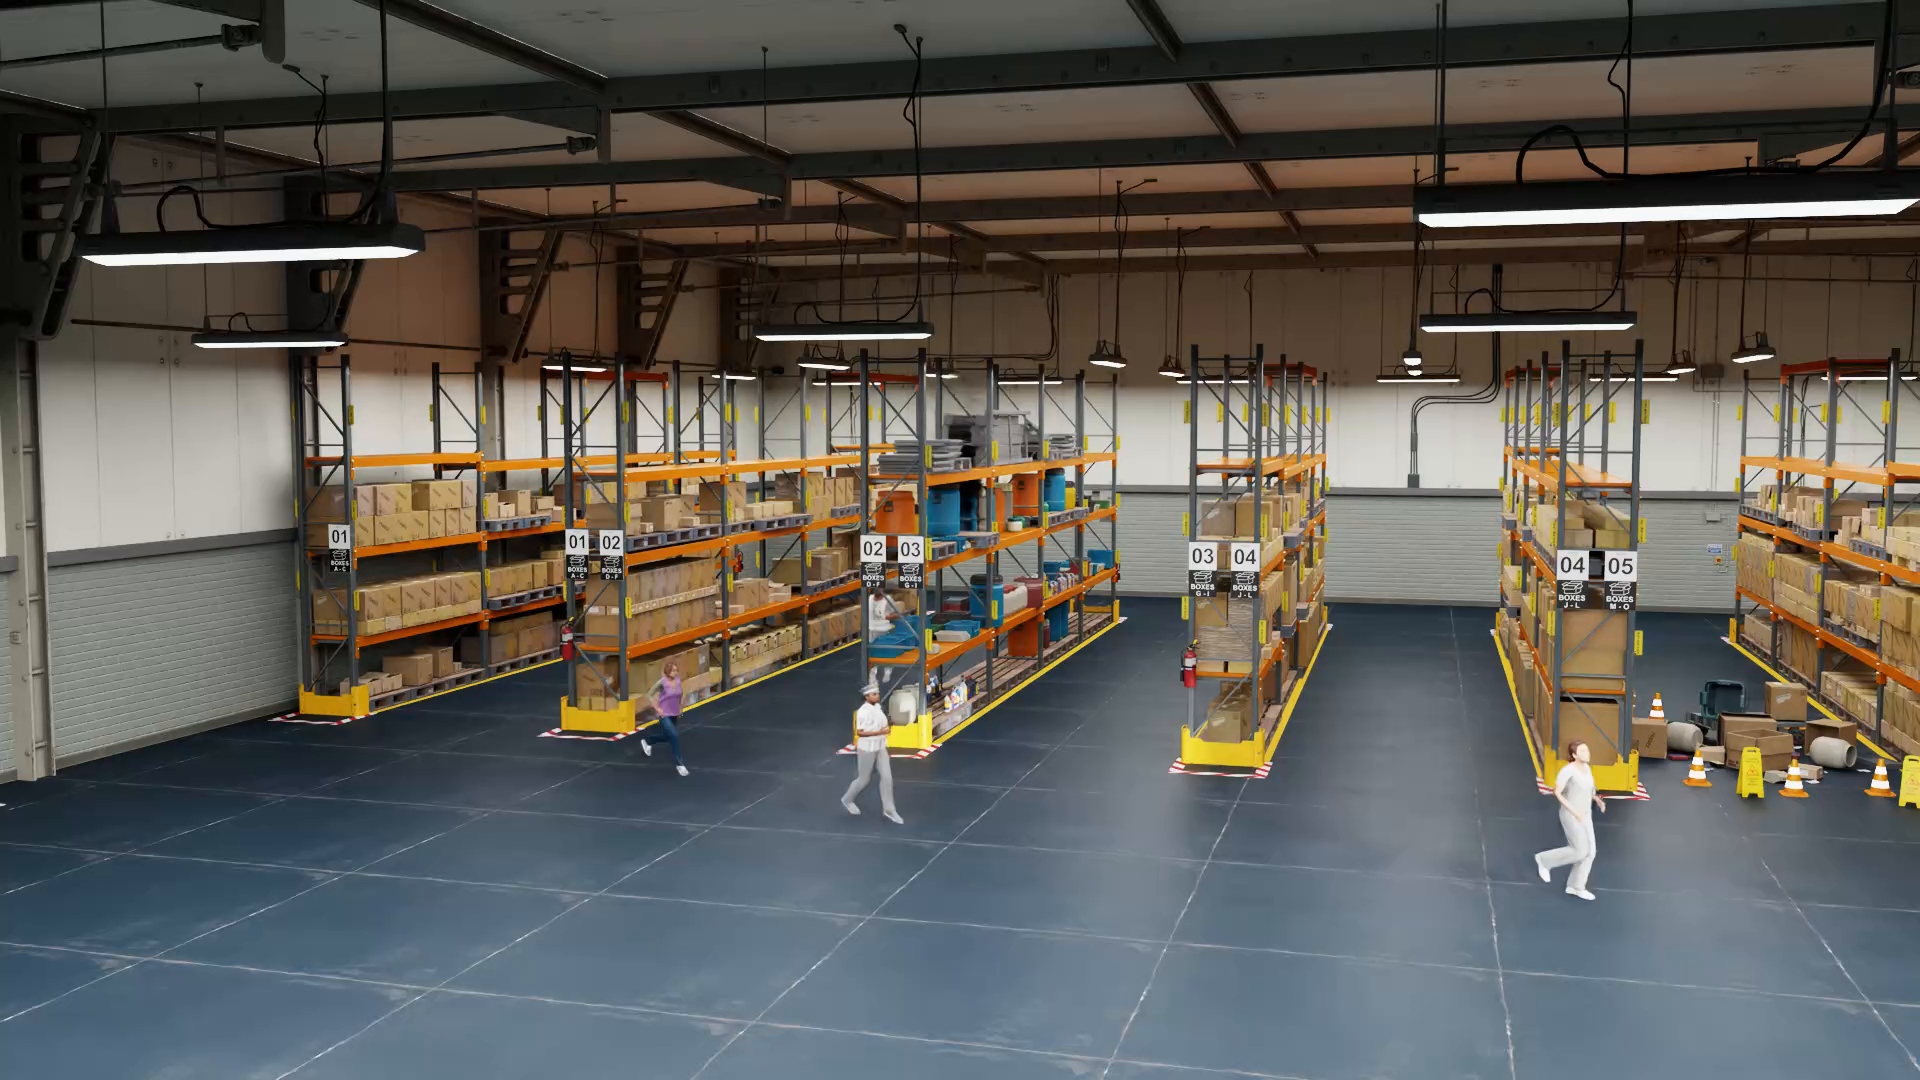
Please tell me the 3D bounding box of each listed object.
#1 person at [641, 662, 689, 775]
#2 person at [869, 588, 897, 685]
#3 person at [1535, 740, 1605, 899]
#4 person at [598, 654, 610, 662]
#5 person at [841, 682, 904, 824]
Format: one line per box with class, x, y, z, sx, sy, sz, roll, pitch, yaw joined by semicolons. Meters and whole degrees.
person;-4.170;2.487;23.394;0.954;1.571;0.536;3;5;38
person;-1.433;1.619;29.191;0.672;1.824;0.803;1;4;17
person;6.406;2.892;17.411;0.565;1.643;0.620;-3;5;-37
person;-6.600;1.849;31.293;0.605;1.615;0.578;1;4;10
person;-1.090;2.601;20.485;0.870;1.723;0.570;3;5;37
